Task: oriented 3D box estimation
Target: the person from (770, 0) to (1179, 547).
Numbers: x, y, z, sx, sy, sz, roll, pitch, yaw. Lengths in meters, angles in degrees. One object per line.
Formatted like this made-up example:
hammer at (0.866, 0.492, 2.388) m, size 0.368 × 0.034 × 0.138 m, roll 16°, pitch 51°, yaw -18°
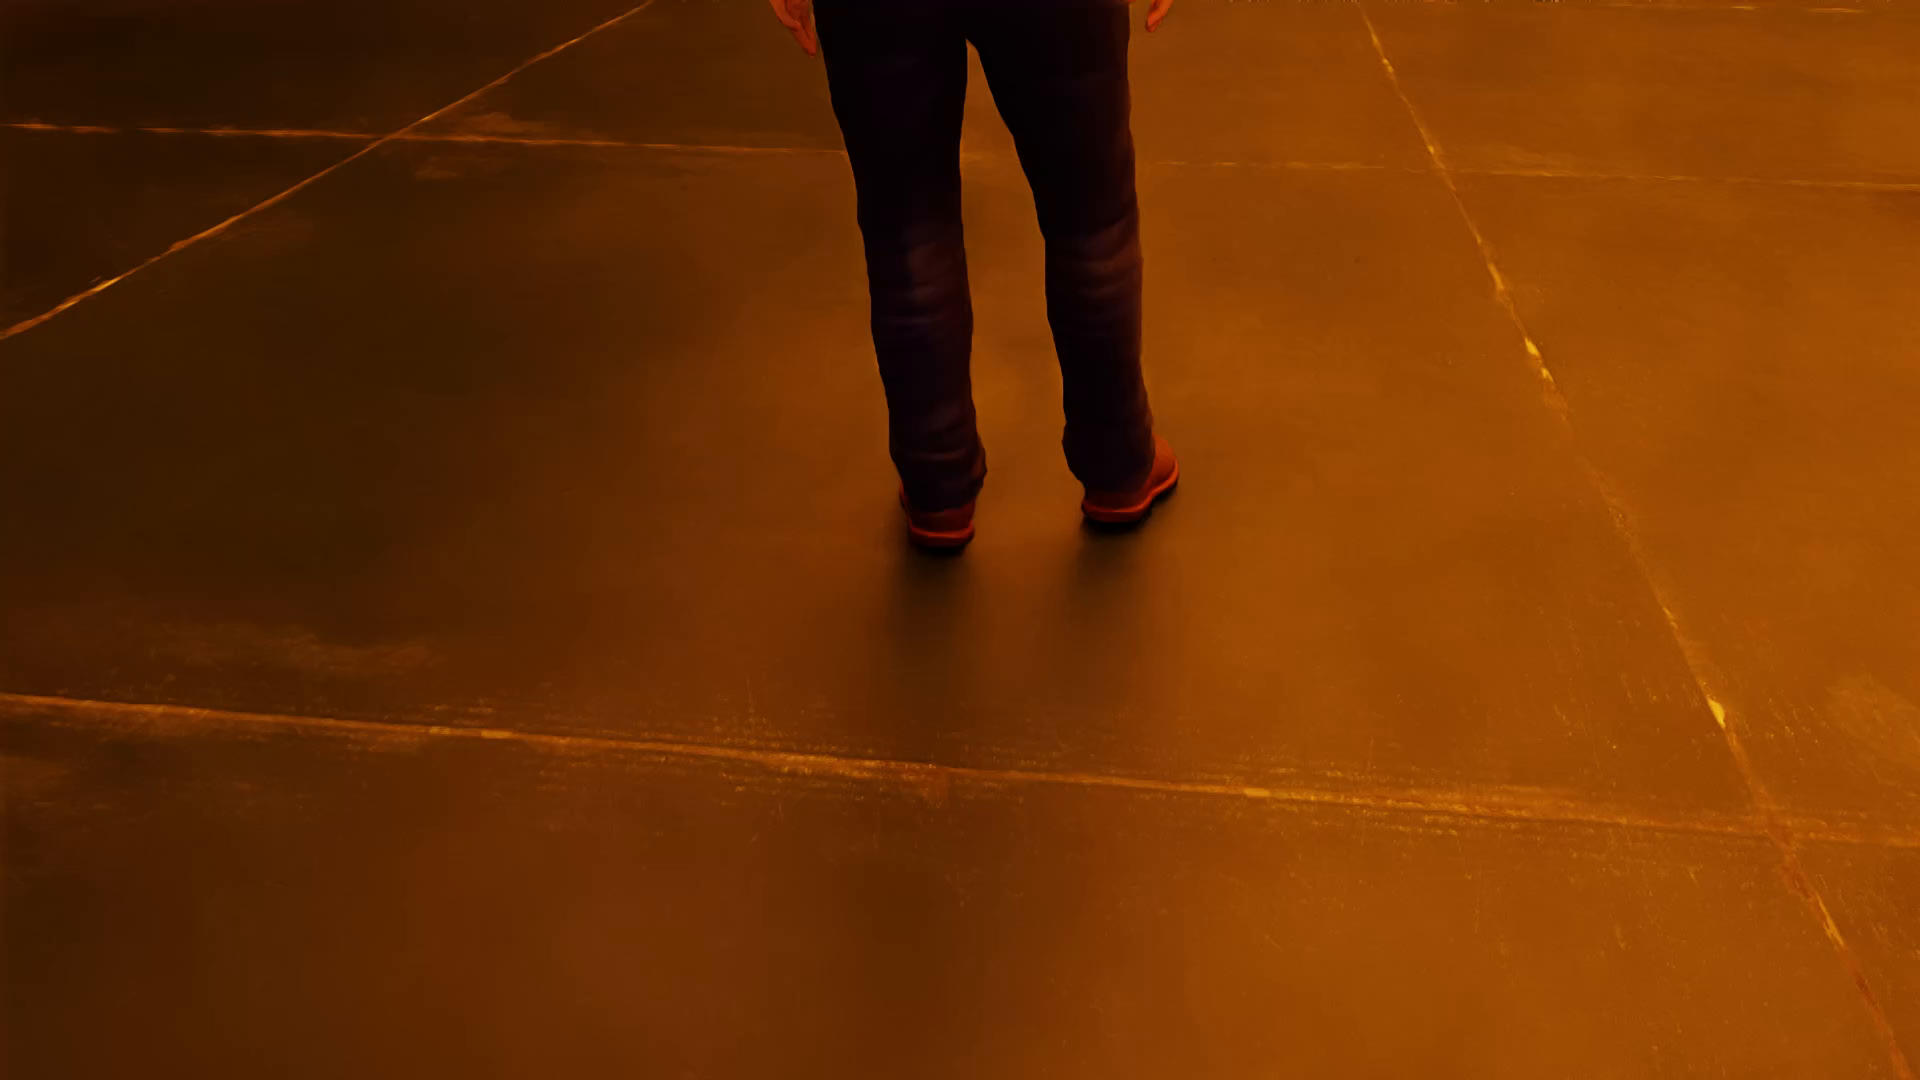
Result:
person at (0.035, -0.782, 2.206) m, size 0.599 × 1.650 × 0.502 m, roll 3°, pitch 27°, yaw 7°
